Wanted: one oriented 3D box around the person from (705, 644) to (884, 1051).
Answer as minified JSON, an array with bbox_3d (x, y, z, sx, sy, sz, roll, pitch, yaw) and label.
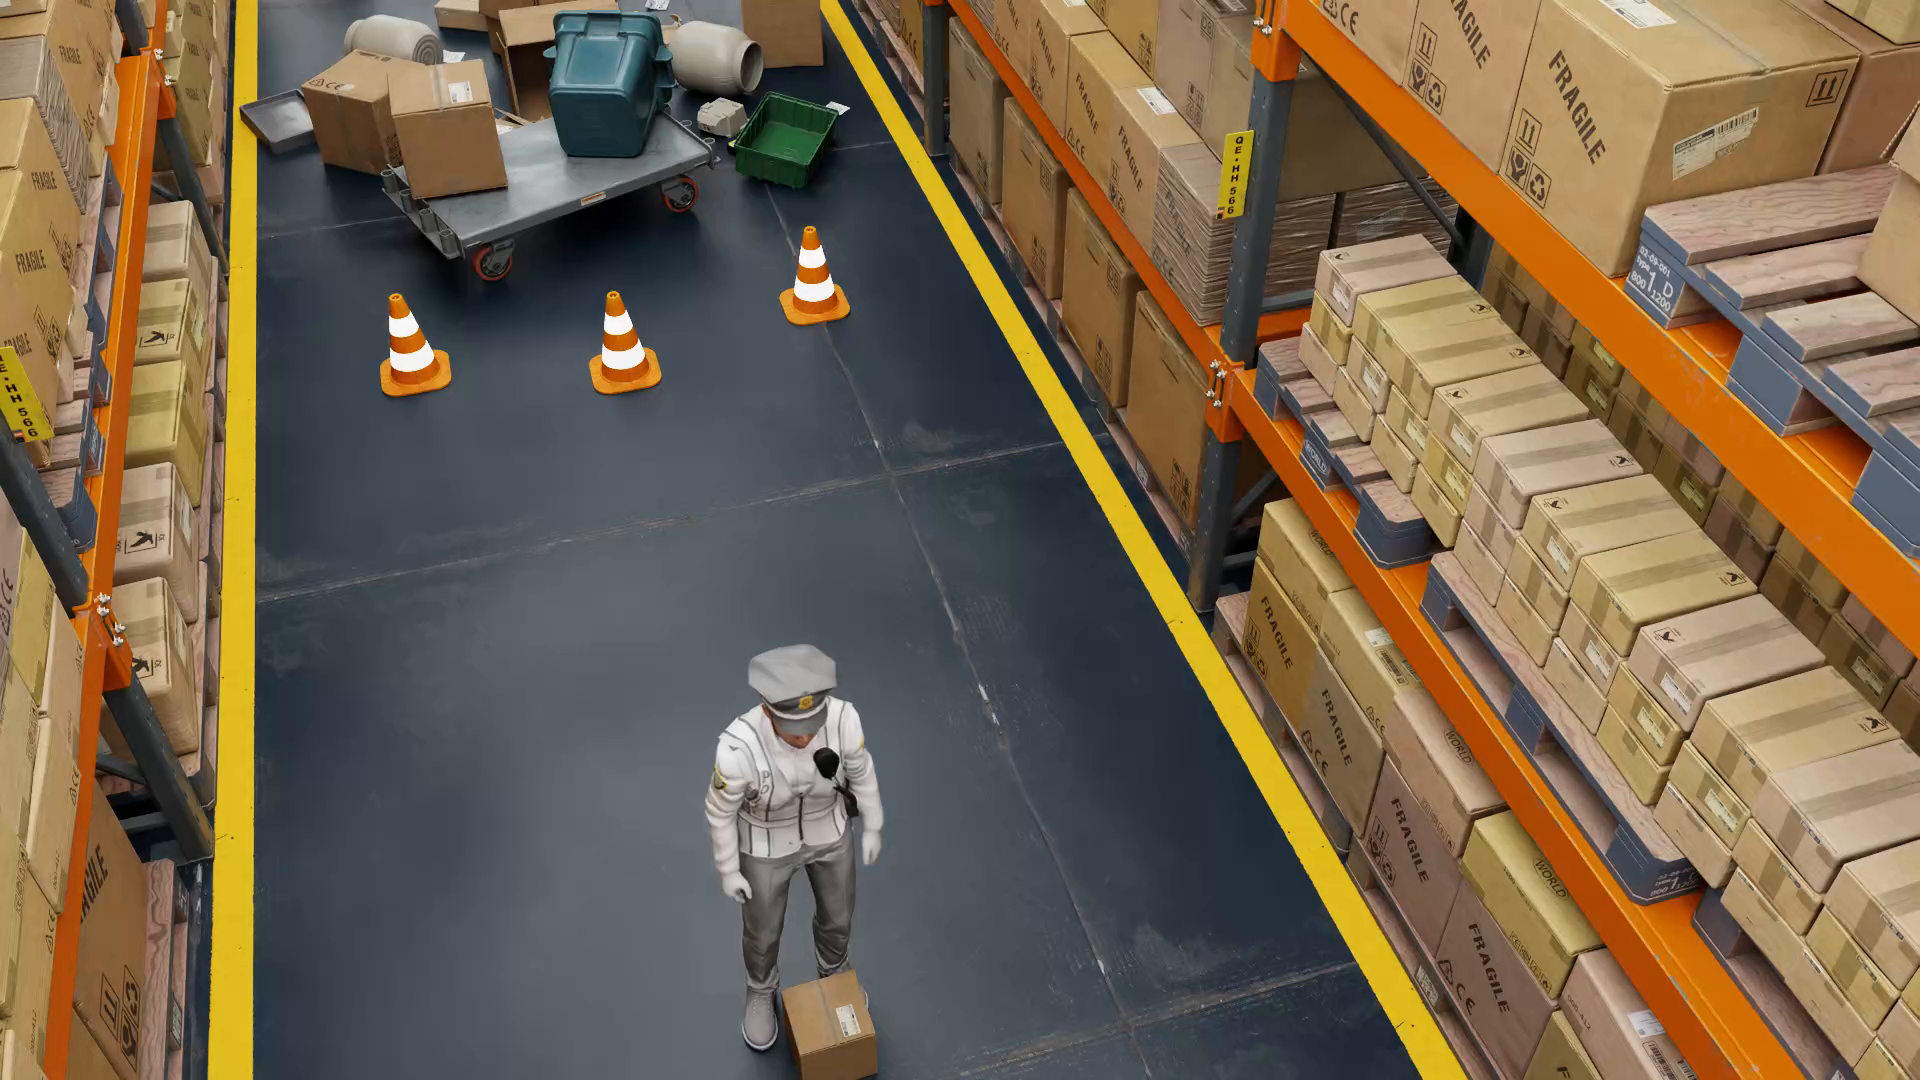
[{"bbox_3d":[-0.498,0.935,5.135,0.546,1.667,0.369,-14,44,-15],"label":"person"}]
